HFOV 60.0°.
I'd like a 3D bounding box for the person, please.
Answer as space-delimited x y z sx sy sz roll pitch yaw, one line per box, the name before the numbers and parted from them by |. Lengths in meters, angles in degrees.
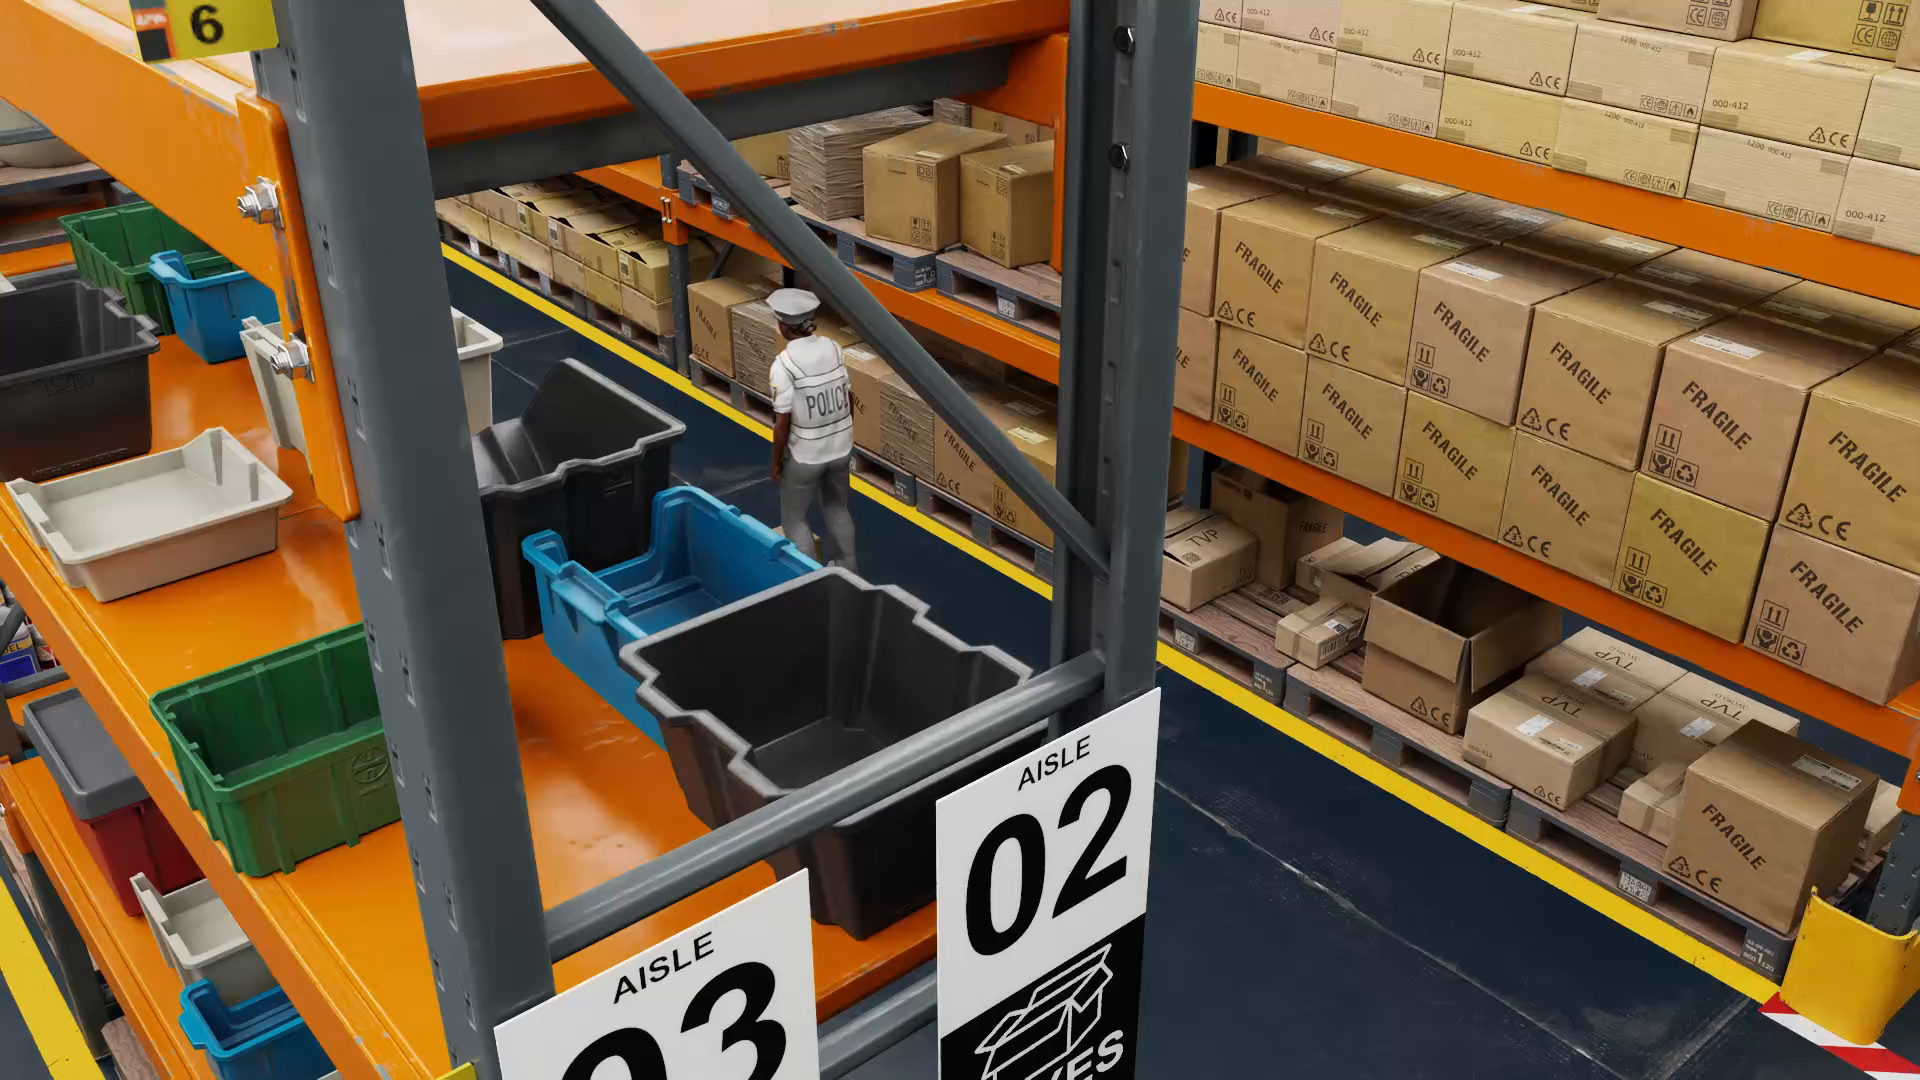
person | -0.748 -0.449 8.459 0.504 1.657 0.394 -23 36 -36
